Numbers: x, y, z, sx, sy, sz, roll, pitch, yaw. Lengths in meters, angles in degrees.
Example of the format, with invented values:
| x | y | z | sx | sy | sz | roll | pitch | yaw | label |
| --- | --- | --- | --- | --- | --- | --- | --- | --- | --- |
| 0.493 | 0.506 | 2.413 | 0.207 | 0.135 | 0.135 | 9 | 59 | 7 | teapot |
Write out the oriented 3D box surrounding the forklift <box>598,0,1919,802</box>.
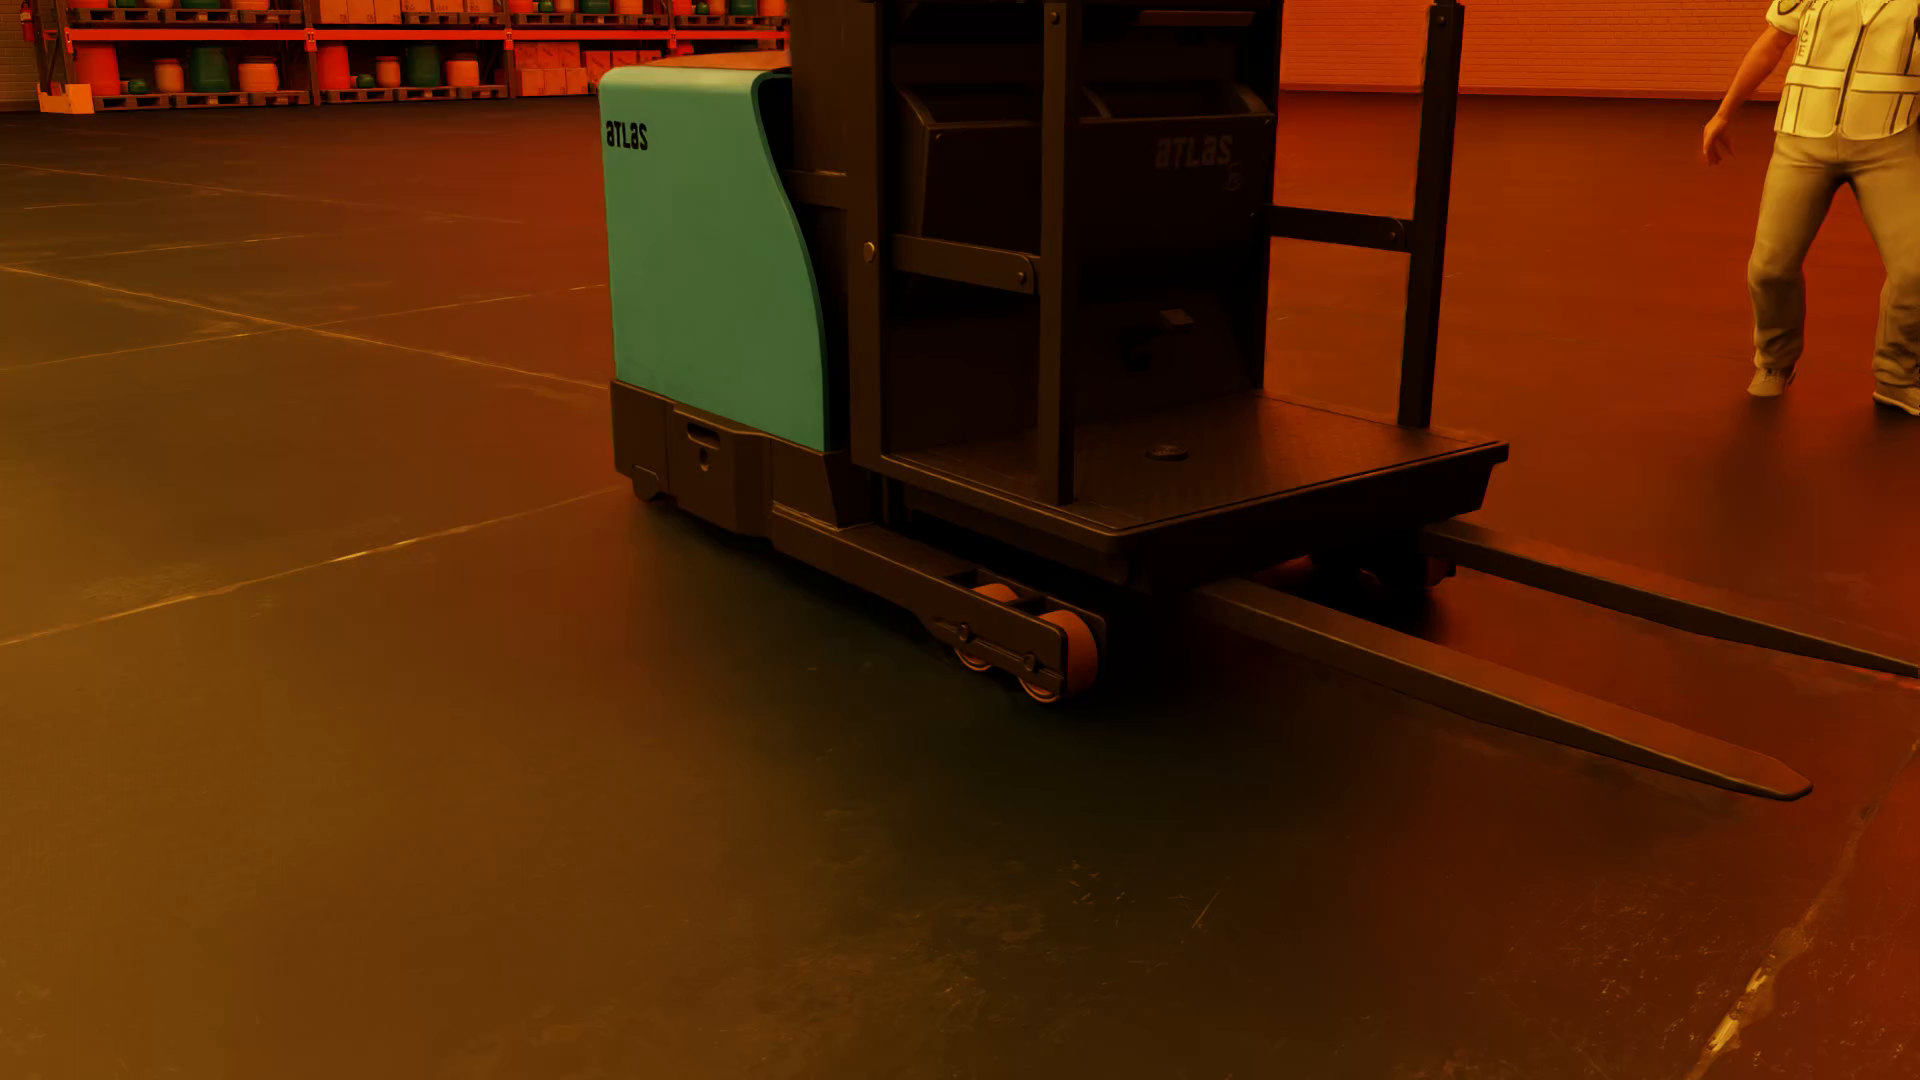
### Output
| x | y | z | sx | sy | sz | roll | pitch | yaw | label |
| --- | --- | --- | --- | --- | --- | --- | --- | --- | --- |
| 0.398 | -1.271 | 3.085 | 1.130 | 2.935 | 3.031 | -12 | 21 | -35 | forklift |

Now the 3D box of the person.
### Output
| x | y | z | sx | sy | sz | roll | pitch | yaw | label |
| --- | --- | --- | --- | --- | --- | --- | --- | --- | --- |
| 2.803 | -1.240 | 5.241 | 0.898 | 1.729 | 0.498 | 13 | 21 | 37 | person |
